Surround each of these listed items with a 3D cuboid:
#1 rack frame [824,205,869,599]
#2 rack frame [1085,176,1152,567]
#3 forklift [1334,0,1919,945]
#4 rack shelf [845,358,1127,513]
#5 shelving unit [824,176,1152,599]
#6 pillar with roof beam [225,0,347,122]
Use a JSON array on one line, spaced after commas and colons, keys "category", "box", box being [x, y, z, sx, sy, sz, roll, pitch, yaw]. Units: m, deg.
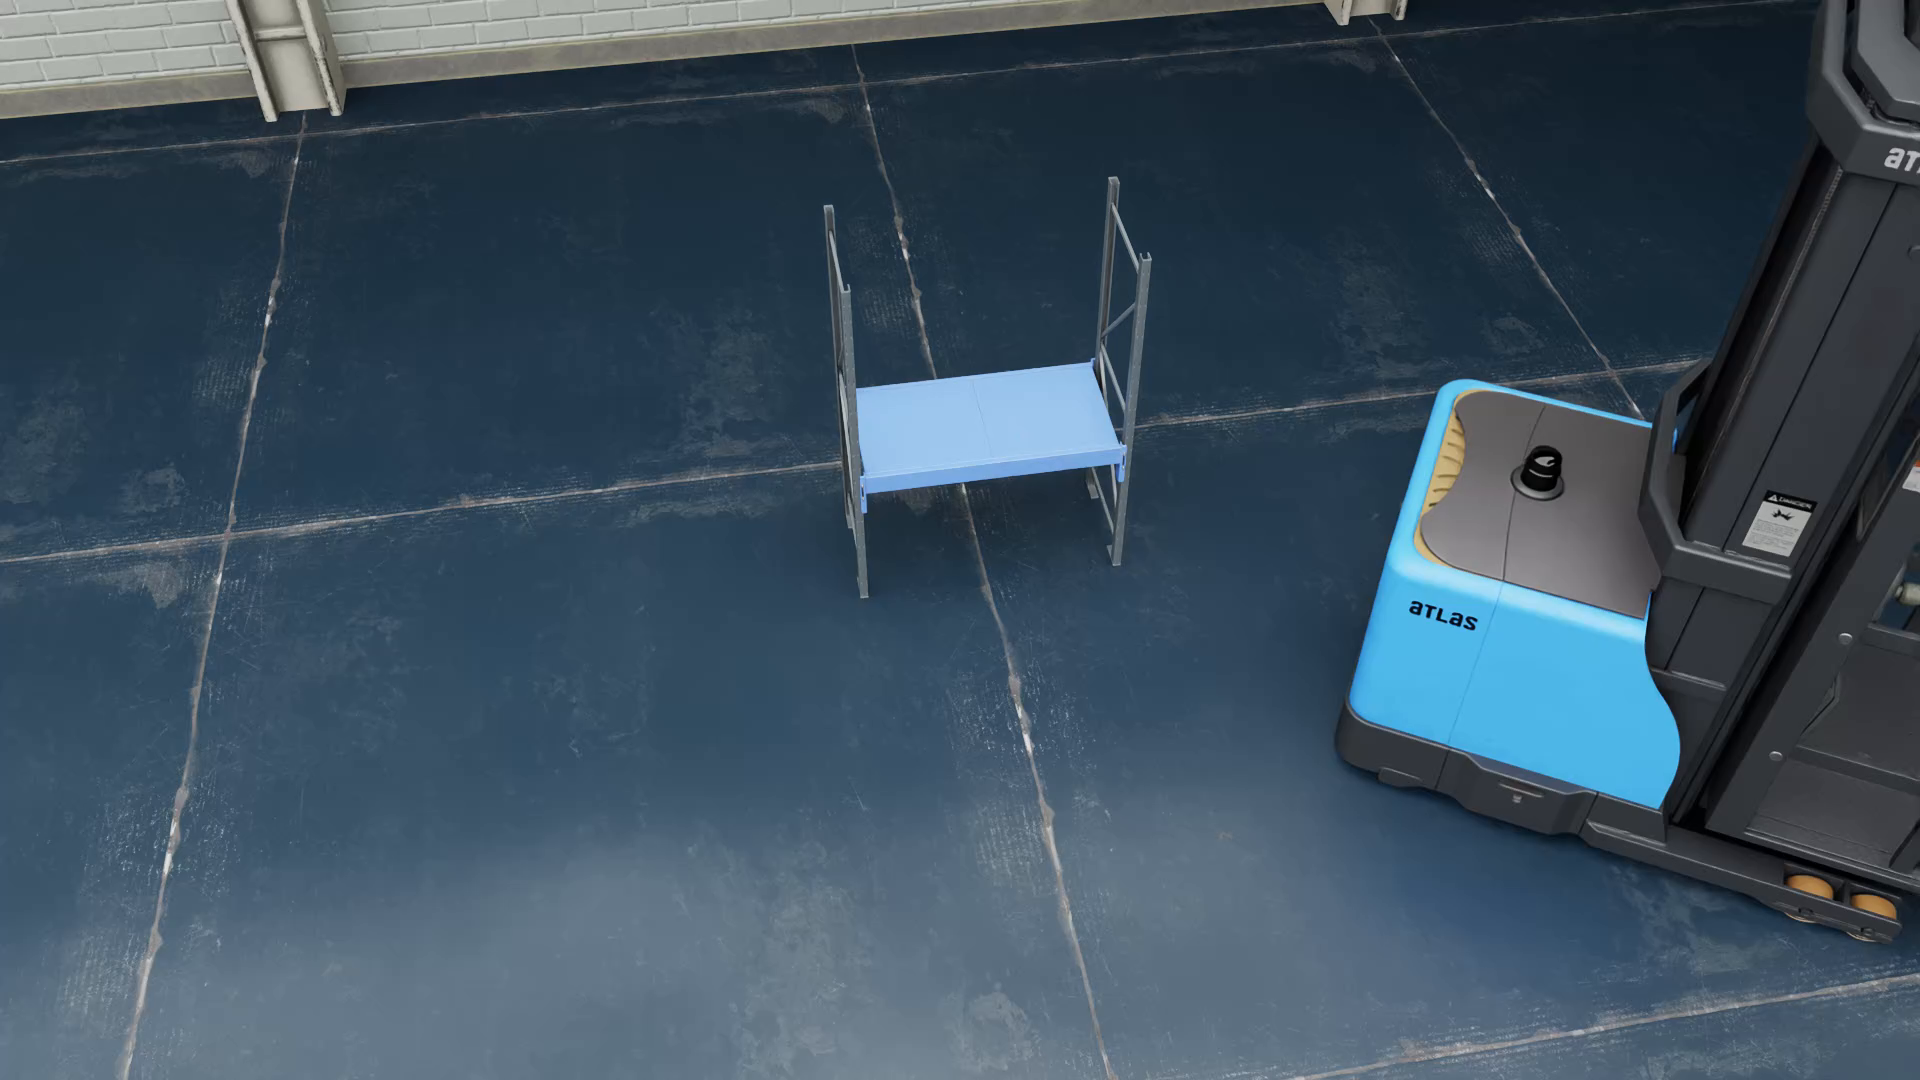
[{"category": "rack frame", "box": [-0.417, -0.468, 6.160, 0.032, 1.500, 0.500, -7, 46, -7]}, {"category": "rack frame", "box": [0.585, -0.593, 6.280, 0.032, 1.500, 0.500, -7, 46, -7]}, {"category": "forklift", "box": [2.907, -0.133, 4.843, 3.031, 2.935, 1.130, 16, 48, 15]}, {"category": "rack shelf", "box": [0.084, -0.406, 6.350, 1.000, 0.185, 0.538, -7, 46, -7]}, {"category": "shelving unit", "box": [0.084, -0.531, 6.220, 1.048, 1.500, 0.538, -7, 46, -7]}, {"category": "pillar with roof beam", "box": [-2.815, -2.442, 2.854, 0.400, 9.000, 9.100, -7, 46, -7]}]
